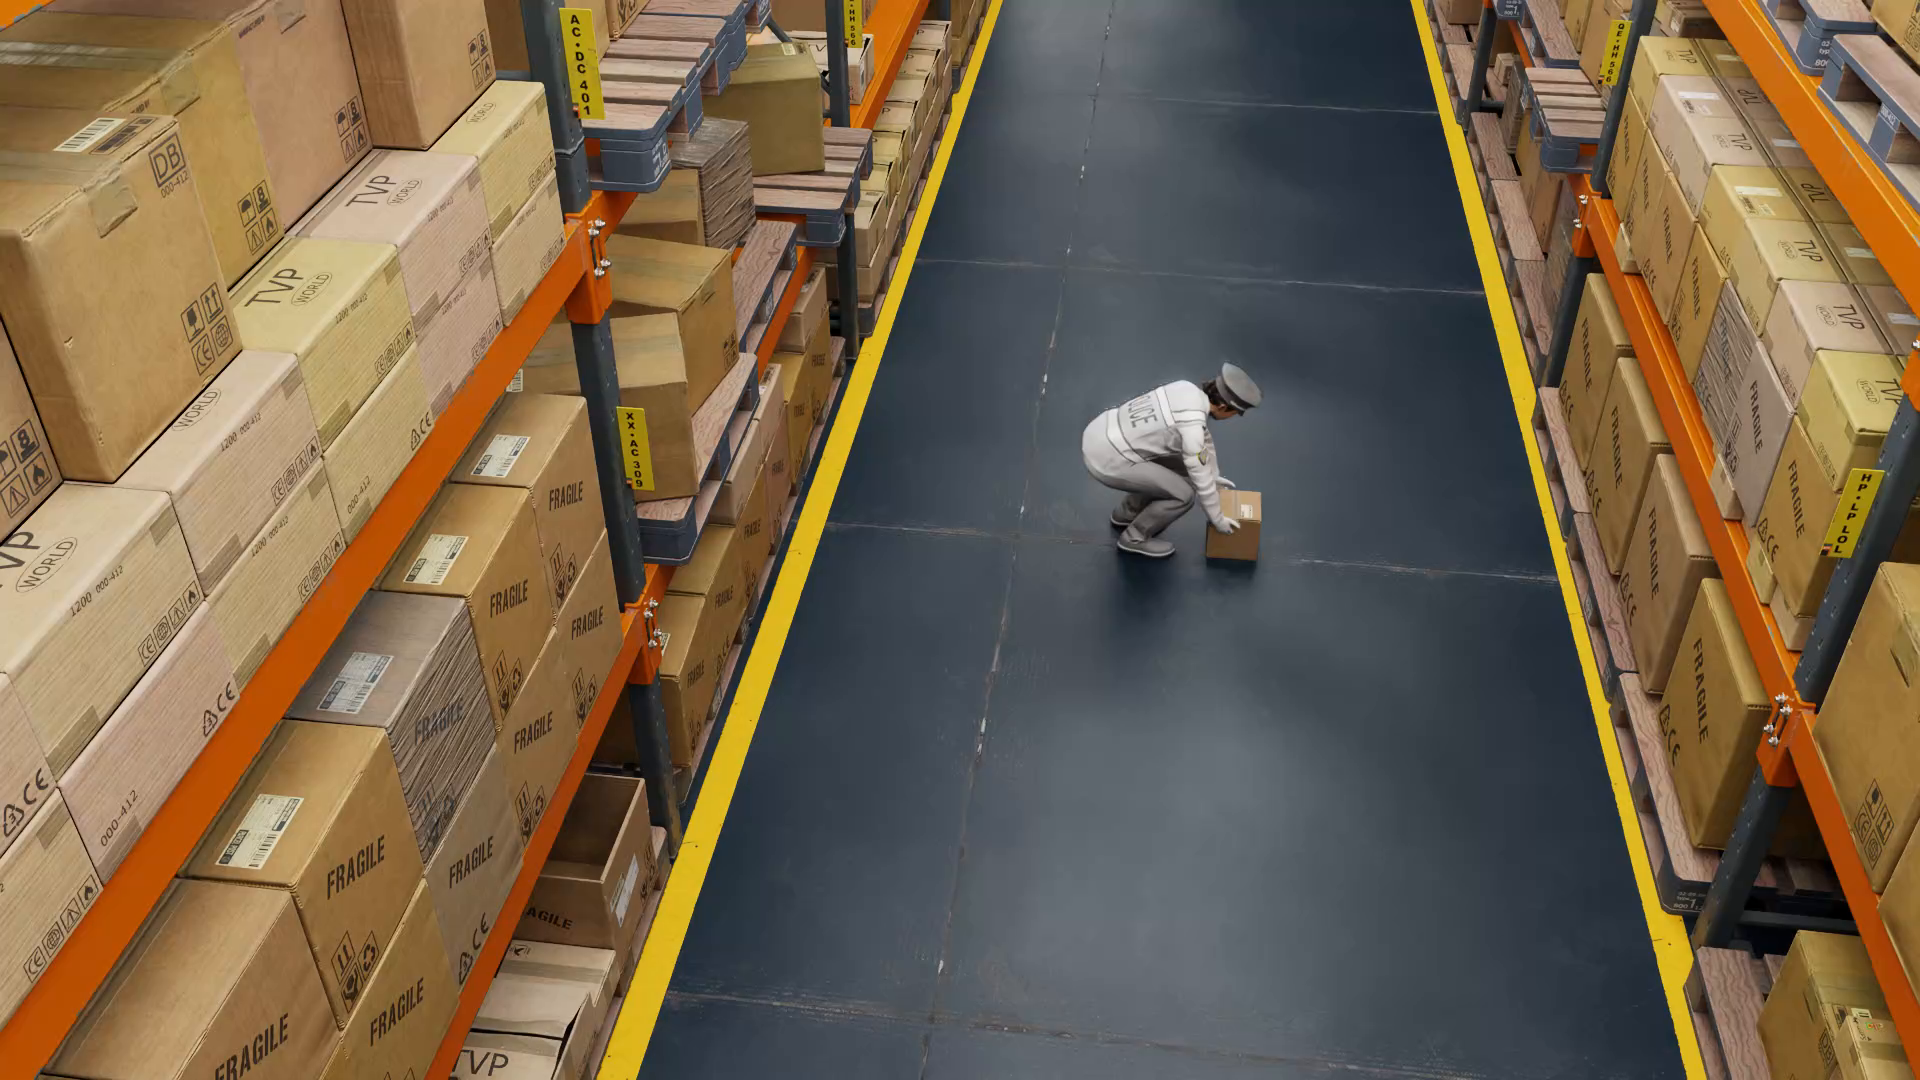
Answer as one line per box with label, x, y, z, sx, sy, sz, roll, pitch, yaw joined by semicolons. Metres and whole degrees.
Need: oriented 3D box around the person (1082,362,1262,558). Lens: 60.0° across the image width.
person;1.025;-0.417;8.183;0.845;0.984;0.489;4;37;6
